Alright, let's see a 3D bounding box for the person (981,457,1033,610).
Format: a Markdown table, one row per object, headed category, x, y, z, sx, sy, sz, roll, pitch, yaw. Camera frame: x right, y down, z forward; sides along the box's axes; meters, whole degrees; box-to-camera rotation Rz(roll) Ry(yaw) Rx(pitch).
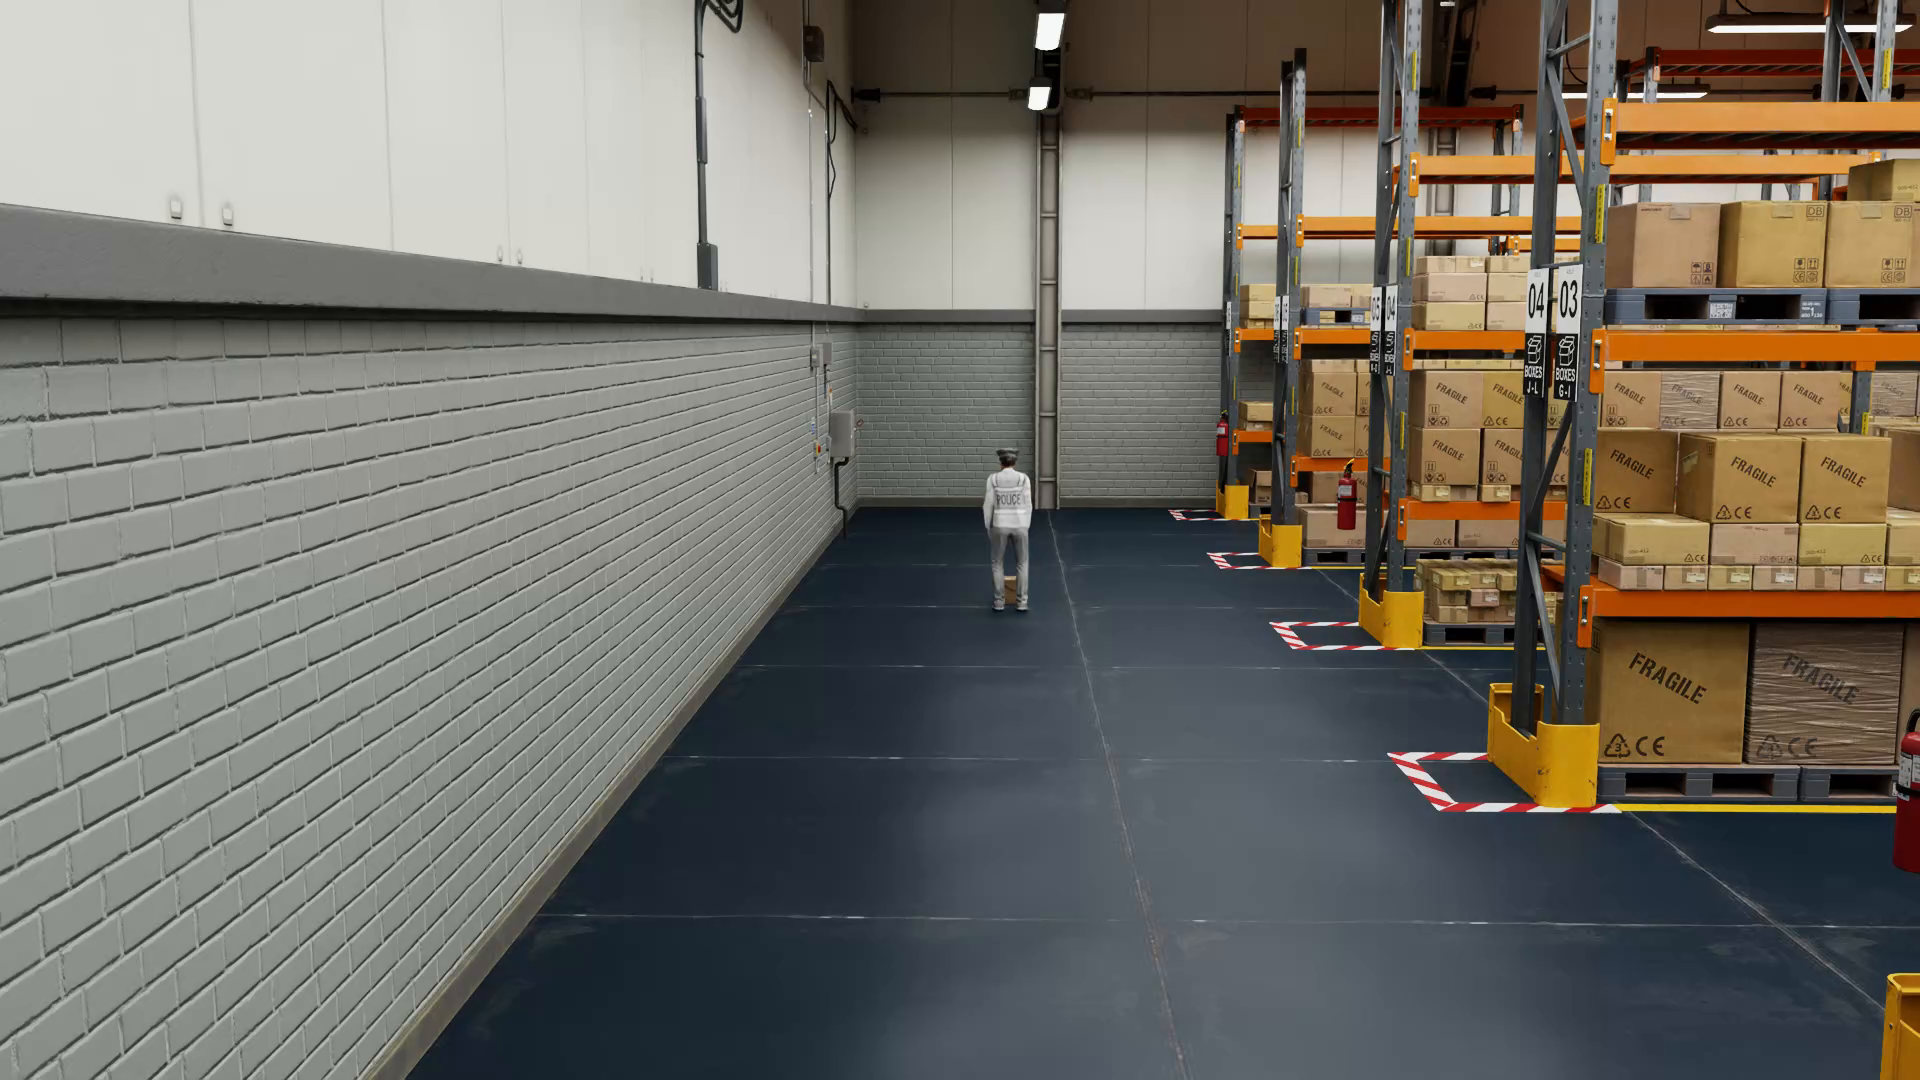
| category | x | y | z | sx | sy | sz | roll | pitch | yaw |
| --- | --- | --- | --- | --- | --- | --- | --- | --- | --- |
| person | 0.475 | -0.058 | 16.756 | 0.523 | 1.542 | 0.570 | 0 | 7 | 2 |
